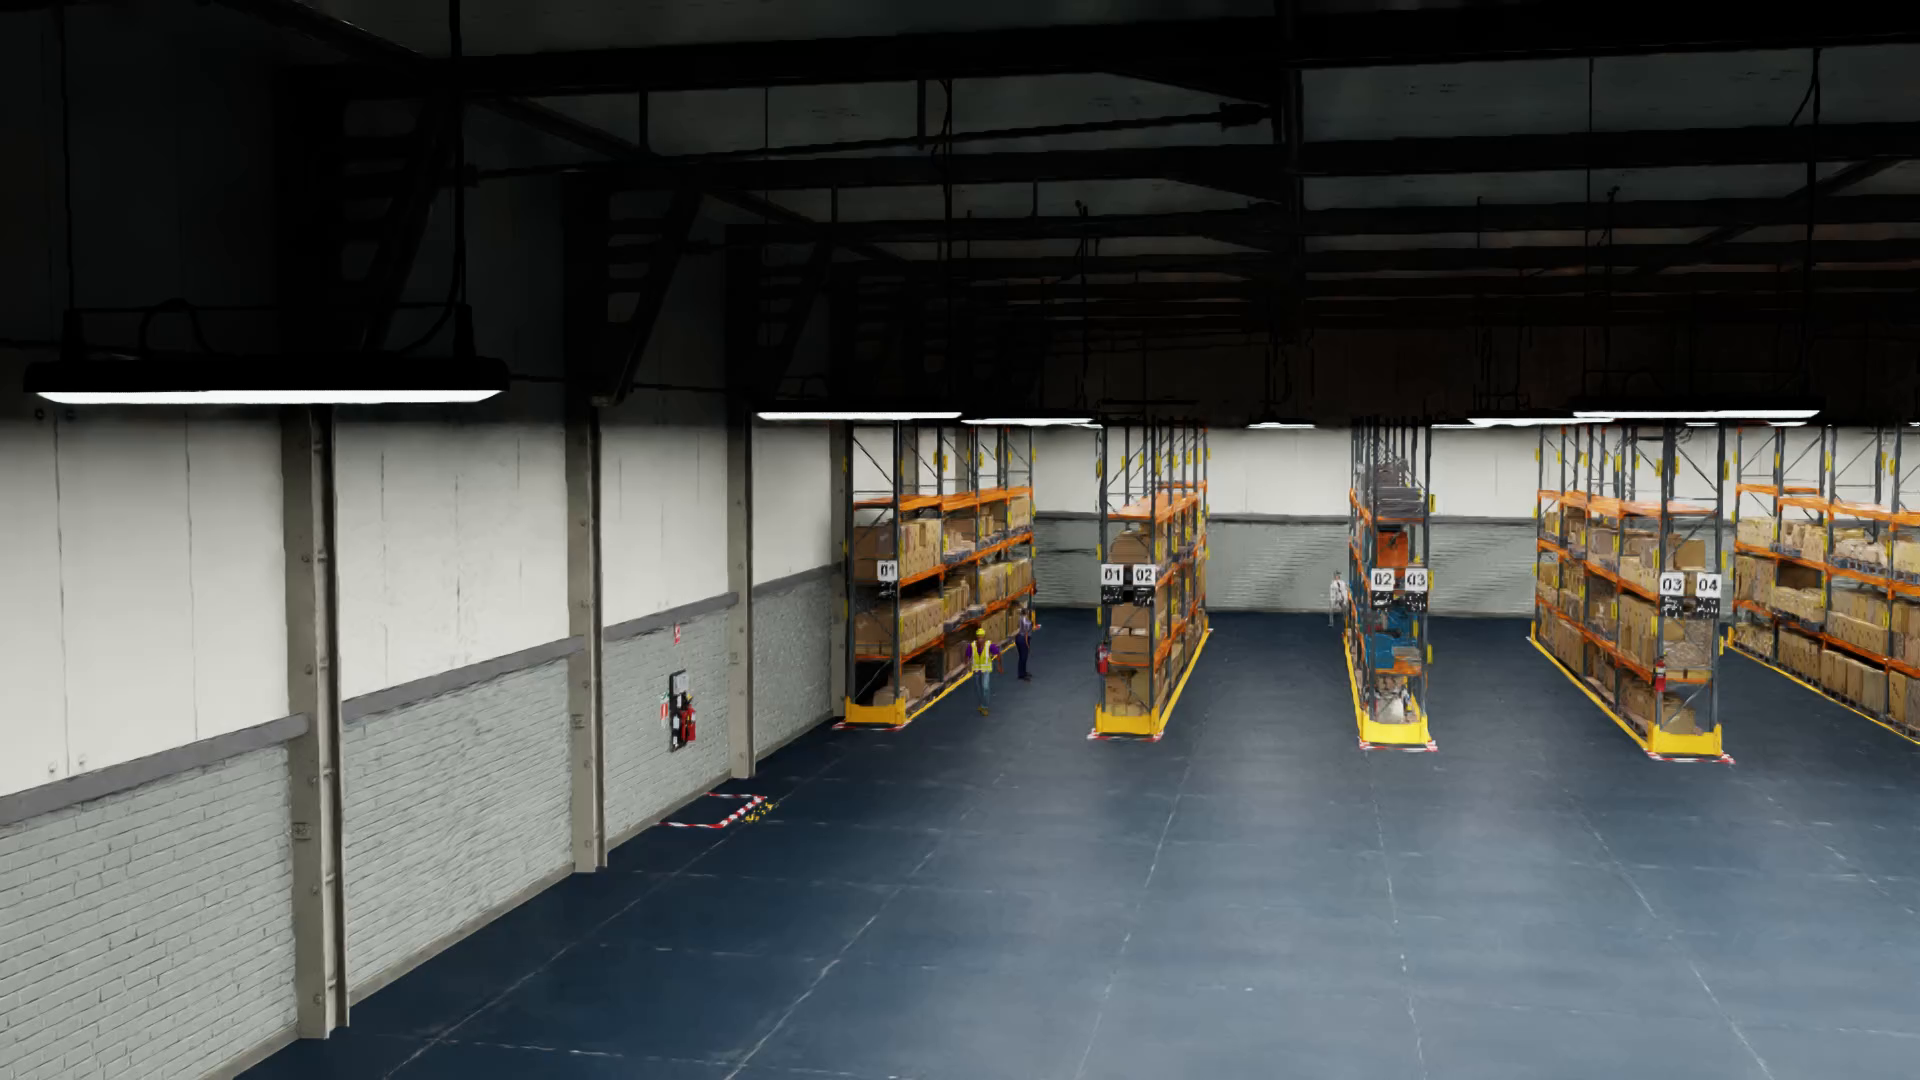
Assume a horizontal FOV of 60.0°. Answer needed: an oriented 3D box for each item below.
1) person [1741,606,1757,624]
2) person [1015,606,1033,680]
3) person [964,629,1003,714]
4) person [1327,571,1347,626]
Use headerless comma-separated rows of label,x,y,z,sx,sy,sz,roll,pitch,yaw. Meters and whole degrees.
person,22.146,1.891,46.599,0.459,1.415,0.787,3,5,37
person,1.506,2.350,38.108,0.444,1.657,0.577,-1,4,-14
person,0.448,2.629,33.632,0.738,1.702,0.830,1,4,17
person,11.023,1.693,48.376,0.519,1.612,0.937,2,5,32
